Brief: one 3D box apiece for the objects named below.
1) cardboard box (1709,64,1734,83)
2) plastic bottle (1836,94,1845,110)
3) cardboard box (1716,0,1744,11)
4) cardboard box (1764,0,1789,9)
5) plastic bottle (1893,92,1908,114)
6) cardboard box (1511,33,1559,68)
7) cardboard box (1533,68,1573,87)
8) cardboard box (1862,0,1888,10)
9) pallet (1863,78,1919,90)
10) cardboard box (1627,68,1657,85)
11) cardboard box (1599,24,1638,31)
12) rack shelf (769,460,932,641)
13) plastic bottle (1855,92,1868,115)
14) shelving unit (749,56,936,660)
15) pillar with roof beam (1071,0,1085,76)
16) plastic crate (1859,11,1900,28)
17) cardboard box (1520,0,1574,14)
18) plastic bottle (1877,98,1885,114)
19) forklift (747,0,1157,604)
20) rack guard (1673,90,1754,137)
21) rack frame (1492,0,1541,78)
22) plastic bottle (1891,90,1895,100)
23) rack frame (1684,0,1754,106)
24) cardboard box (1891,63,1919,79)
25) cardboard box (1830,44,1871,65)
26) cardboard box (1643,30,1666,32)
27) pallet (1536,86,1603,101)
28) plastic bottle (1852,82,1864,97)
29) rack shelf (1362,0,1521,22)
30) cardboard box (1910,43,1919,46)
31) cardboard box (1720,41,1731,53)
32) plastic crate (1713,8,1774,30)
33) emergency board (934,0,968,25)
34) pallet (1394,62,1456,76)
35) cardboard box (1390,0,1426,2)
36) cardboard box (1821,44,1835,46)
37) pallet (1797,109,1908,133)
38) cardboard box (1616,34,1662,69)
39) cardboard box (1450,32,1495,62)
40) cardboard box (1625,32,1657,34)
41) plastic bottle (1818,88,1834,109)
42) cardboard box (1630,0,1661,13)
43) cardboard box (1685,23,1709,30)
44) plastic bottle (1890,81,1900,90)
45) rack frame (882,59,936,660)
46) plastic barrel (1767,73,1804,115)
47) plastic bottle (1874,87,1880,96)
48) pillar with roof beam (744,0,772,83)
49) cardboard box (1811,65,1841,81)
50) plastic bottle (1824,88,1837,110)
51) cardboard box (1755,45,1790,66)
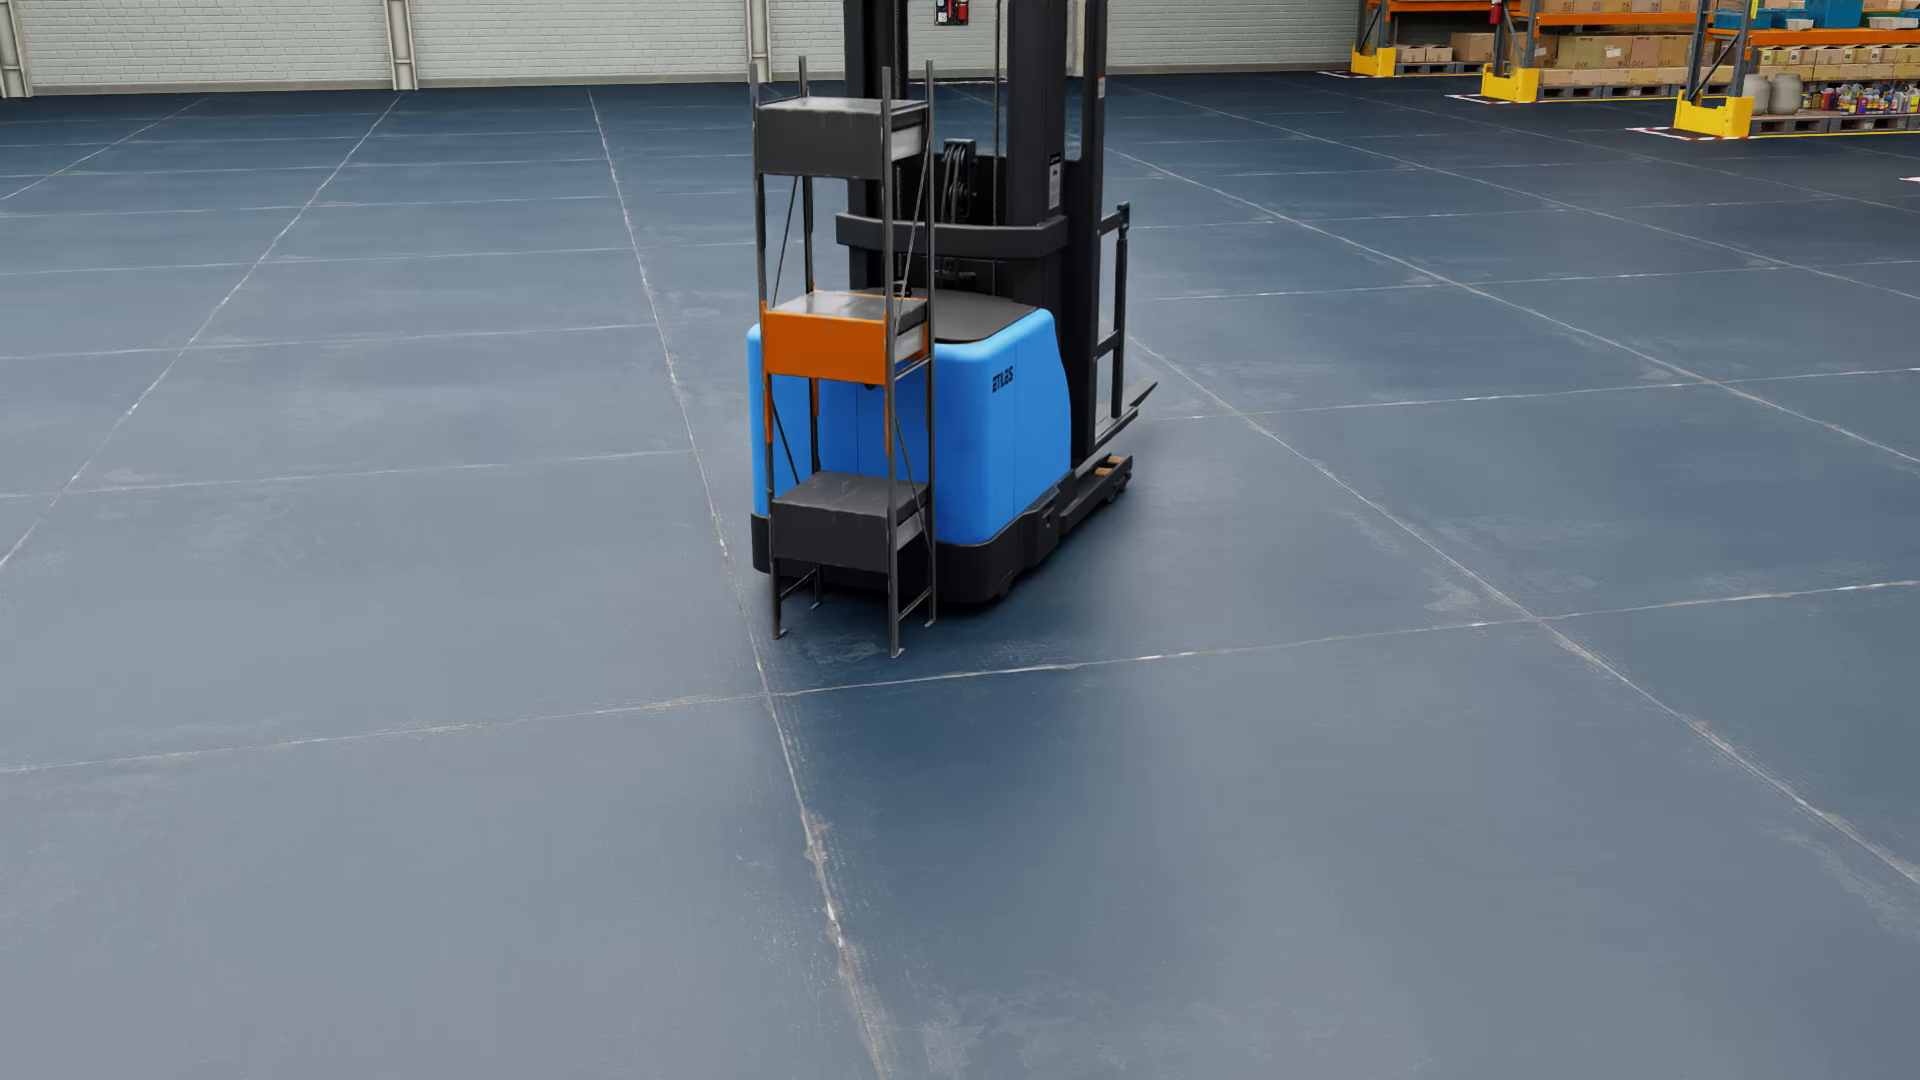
[{"bbox_3d":[12.282,-7.592,27.066,0.500,0.250,0.500,-5,21,-12],"label":"cardboard box"},{"bbox_3d":[12.047,-5.987,22.726,0.097,0.201,0.097,0,20,0],"label":"plastic bottle"},{"bbox_3d":[12.253,-8.805,26.846,0.500,0.500,0.700,-5,21,-14],"label":"cardboard box"},{"bbox_3d":[13.152,-8.779,27.137,0.500,0.250,0.500,-3,20,-9],"label":"cardboard box"},{"bbox_3d":[12.599,-5.865,22.286,0.135,0.276,0.152,-4,21,-11],"label":"plastic bottle"},{"bbox_3d":[9.244,-7.879,26.760,0.500,0.500,0.500,-5,21,-12],"label":"cardboard box"},{"bbox_3d":[9.364,-7.353,26.414,0.500,0.250,0.500,-5,21,-12],"label":"cardboard box"},{"bbox_3d":[14.947,-9.021,27.435,0.500,0.500,0.500,-6,21,-15],"label":"cardboard box"},{"bbox_3d":[15.766,-7.751,28.167,1.213,0.211,1.003,-5,21,-12],"label":"pallet"},{"bbox_3d":[10.824,-7.471,26.737,0.500,0.250,0.500,-5,21,-12],"label":"cardboard box"},{"bbox_3d":[12.680,-9.938,31.989,0.500,0.250,0.500,-5,21,-14],"label":"cardboard box"},{"bbox_3d":[-0.399,0.031,6.253,0.480,0.518,0.431,8,22,20],"label":"rack shelf"},{"bbox_3d":[11.987,-5.803,22.104,0.133,0.283,0.061,-4,21,-12],"label":"plastic bottle"},{"bbox_3d":[-0.399,-0.640,6.008,0.503,2.100,0.431,8,22,20],"label":"shelving unit"},{"bbox_3d":[3.281,-11.383,25.306,0.400,9.000,9.100,-5,21,-12],"label":"pillar with roof beam"},{"bbox_3d":[12.433,-7.025,22.439,0.662,0.188,0.450,-5,21,-12],"label":"plastic crate"},{"bbox_3d":[9.248,-8.559,26.173,0.500,0.500,0.700,-5,21,-12],"label":"cardboard box"},{"bbox_3d":[12.290,-5.795,22.203,0.097,0.201,0.097,0,20,0],"label":"plastic bottle"},{"bbox_3d":[0.181,-1.600,7.422,1.130,2.935,3.031,8,22,21],"label":"forklift"},{"bbox_3d":[9.990,-5.669,22.063,0.348,0.500,1.175,-5,21,-12],"label":"rack guard"},{"bbox_3d":[8.791,-8.479,26.101,0.127,3.000,1.000,-5,21,-12],"label":"rack frame"},{"bbox_3d":[12.574,-5.904,22.381,0.133,0.283,0.061,-5,21,-12],"label":"plastic bottle"},{"bbox_3d":[9.927,-6.821,21.574,0.127,3.000,1.000,-5,21,-12],"label":"rack frame"},{"bbox_3d":[15.619,-7.853,27.779,0.500,0.250,0.500,-5,21,-13],"label":"cardboard box"},{"bbox_3d":[14.638,-8.037,27.464,0.500,0.311,0.500,-4,21,-11],"label":"cardboard box"},{"bbox_3d":[13.249,-9.635,32.250,0.500,0.500,0.700,-4,21,-12],"label":"cardboard box"},{"bbox_3d":[9.525,-7.244,26.784,1.213,0.211,1.003,-5,21,-12],"label":"pallet"},{"bbox_3d":[12.341,-6.127,22.890,0.185,0.351,0.144,-5,21,-13],"label":"plastic bottle"},{"bbox_3d":[9.593,-9.957,31.183,4.000,0.370,1.077,-5,21,-12],"label":"rack shelf"},{"bbox_3d":[16.123,-8.158,27.795,0.500,0.311,0.500,-4,21,-11],"label":"cardboard box"},{"bbox_3d":[14.744,-9.729,32.506,0.500,0.500,0.700,-4,21,-12],"label":"cardboard box"},{"bbox_3d":[10.345,-6.891,21.981,0.616,0.251,0.499,-5,21,-12],"label":"plastic crate"},{"bbox_3d":[-0.123,-9.824,29.773,0.643,1.169,0.194,-5,21,-12],"label":"emergency board"},{"bbox_3d":[8.520,-8.886,31.266,1.213,0.211,1.003,-5,21,-12],"label":"pallet"},{"bbox_3d":[8.195,-10.008,30.464,0.500,0.250,0.500,-5,21,-14],"label":"cardboard box"},{"bbox_3d":[14.492,-8.214,27.948,0.500,0.311,0.500,-5,21,-13],"label":"cardboard box"},{"bbox_3d":[11.967,-5.691,22.544,1.213,0.211,1.003,-5,21,-12],"label":"pallet"},{"bbox_3d":[10.824,-7.823,26.607,0.500,0.500,0.500,-5,21,-12],"label":"cardboard box"},{"bbox_3d":[9.621,-9.281,31.284,0.500,0.500,0.700,-6,21,-16],"label":"cardboard box"},{"bbox_3d":[11.187,-8.043,27.207,0.500,0.500,0.500,-5,21,-12],"label":"cardboard box"},{"bbox_3d":[11.865,-6.051,22.793,0.135,0.276,0.152,-4,21,-12],"label":"plastic bottle"},{"bbox_3d":[10.754,-8.682,26.510,0.500,0.500,0.700,-4,21,-11],"label":"cardboard box"},{"bbox_3d":[14.175,-10.057,32.311,0.500,0.250,0.500,-4,21,-11],"label":"cardboard box"},{"bbox_3d":[12.938,-6.175,23.023,0.185,0.351,0.144,-4,21,-11],"label":"plastic bottle"},{"bbox_3d":[-0.173,-0.609,5.923,0.015,2.100,0.400,8,22,20],"label":"rack frame"},{"bbox_3d":[11.037,-5.967,22.250,0.421,0.512,0.421,0,20,0],"label":"plastic barrel"},{"bbox_3d":[12.620,-6.099,22.930,0.097,0.271,0.097,0,20,0],"label":"plastic bottle"},{"bbox_3d":[-2.558,-10.908,24.010,0.400,9.000,9.100,-5,21,-12],"label":"pillar with roof beam"},{"bbox_3d":[14.134,-7.733,27.450,0.500,0.250,0.500,-5,21,-14],"label":"cardboard box"},{"bbox_3d":[11.890,-6.019,22.695,0.133,0.283,0.061,-5,21,-12],"label":"plastic bottle"},{"bbox_3d":[13.143,-7.914,27.131,0.500,0.311,0.500,-5,21,-12],"label":"cardboard box"}]
